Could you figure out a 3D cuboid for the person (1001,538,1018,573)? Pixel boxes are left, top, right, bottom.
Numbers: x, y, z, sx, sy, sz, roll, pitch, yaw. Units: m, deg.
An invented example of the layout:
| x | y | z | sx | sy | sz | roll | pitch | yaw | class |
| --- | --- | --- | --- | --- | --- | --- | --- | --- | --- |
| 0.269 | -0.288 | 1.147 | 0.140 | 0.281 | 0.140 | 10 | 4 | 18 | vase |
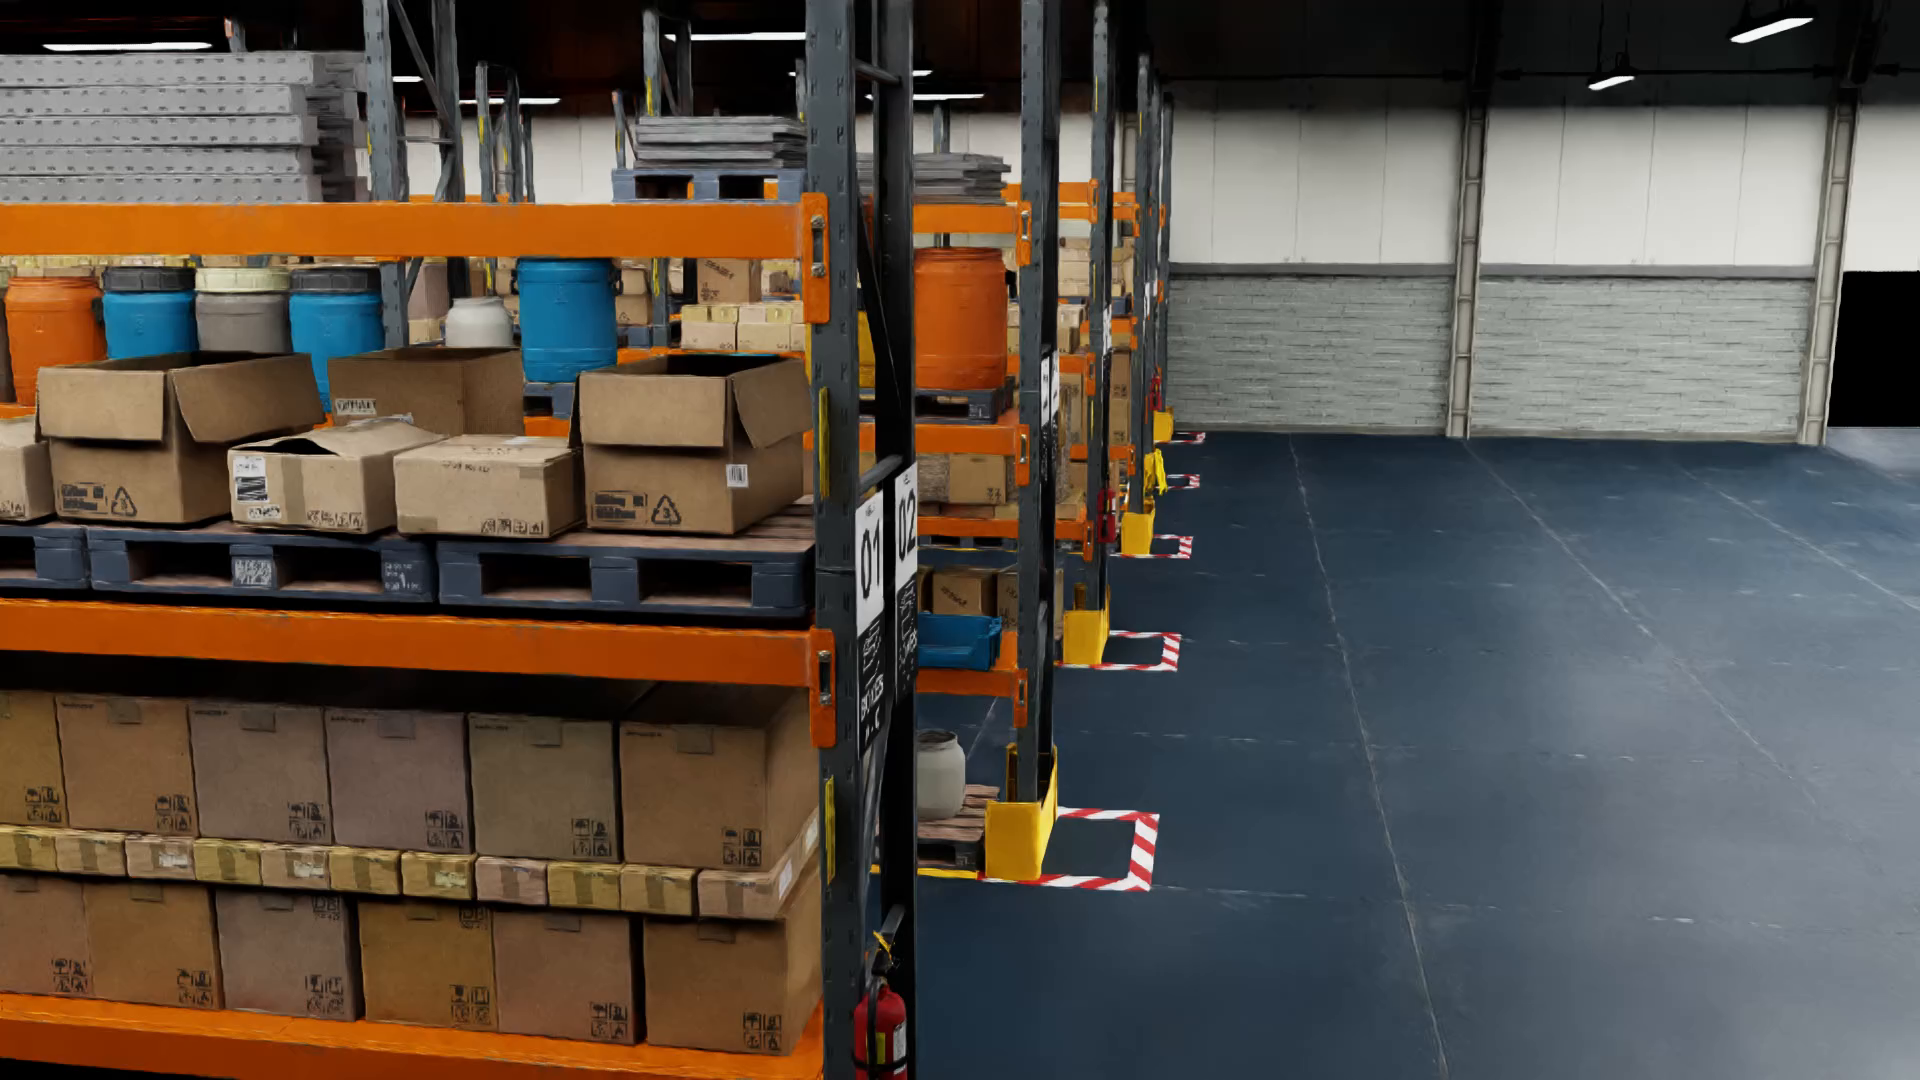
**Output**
| x | y | z | sx | sy | sz | roll | pitch | yaw | class |
| --- | --- | --- | --- | --- | --- | --- | --- | --- | --- |
| 0.627 | -0.063 | 16.965 | 0.722 | 1.570 | 0.428 | 0 | 11 | 2 | person |
